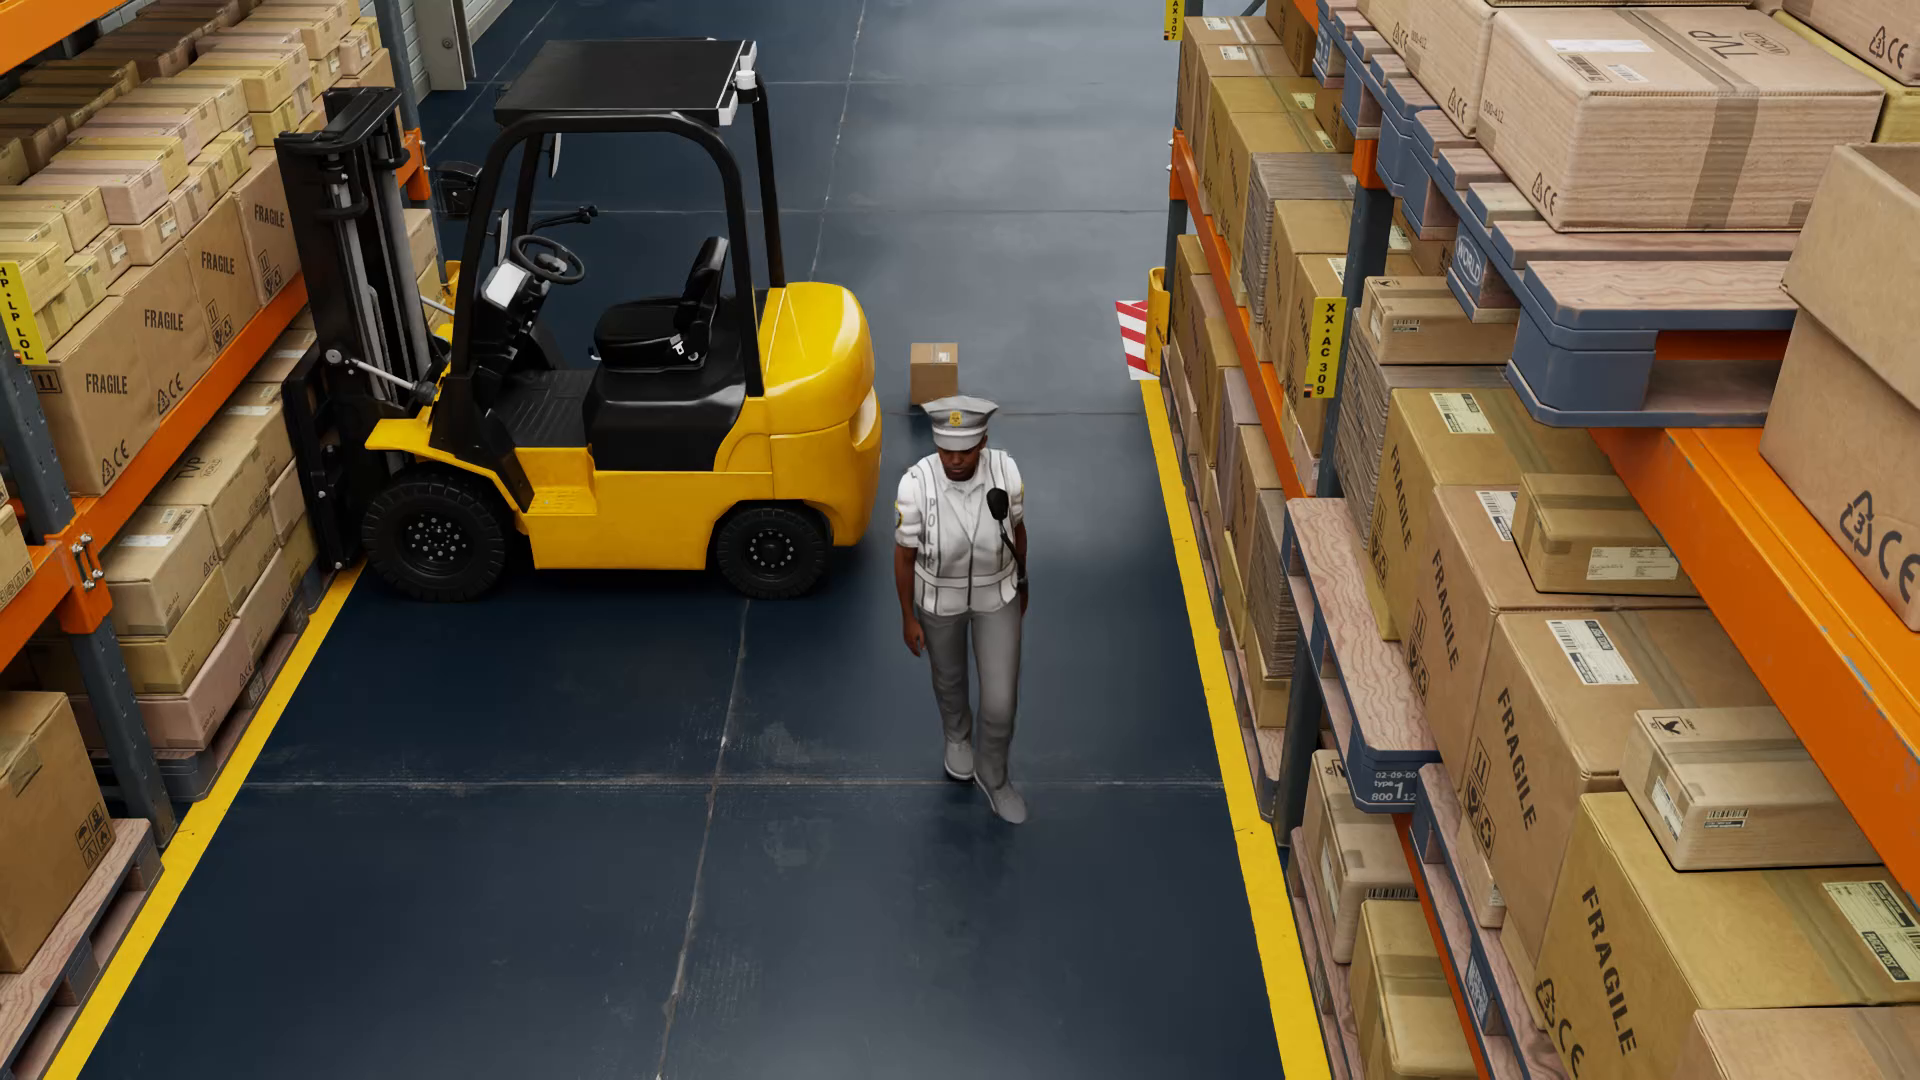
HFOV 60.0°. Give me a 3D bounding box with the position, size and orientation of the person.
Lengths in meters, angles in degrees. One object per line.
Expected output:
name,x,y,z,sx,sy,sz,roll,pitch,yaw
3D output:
person,0.009,0.212,5.813,0.475,1.728,0.511,-2,32,-3
